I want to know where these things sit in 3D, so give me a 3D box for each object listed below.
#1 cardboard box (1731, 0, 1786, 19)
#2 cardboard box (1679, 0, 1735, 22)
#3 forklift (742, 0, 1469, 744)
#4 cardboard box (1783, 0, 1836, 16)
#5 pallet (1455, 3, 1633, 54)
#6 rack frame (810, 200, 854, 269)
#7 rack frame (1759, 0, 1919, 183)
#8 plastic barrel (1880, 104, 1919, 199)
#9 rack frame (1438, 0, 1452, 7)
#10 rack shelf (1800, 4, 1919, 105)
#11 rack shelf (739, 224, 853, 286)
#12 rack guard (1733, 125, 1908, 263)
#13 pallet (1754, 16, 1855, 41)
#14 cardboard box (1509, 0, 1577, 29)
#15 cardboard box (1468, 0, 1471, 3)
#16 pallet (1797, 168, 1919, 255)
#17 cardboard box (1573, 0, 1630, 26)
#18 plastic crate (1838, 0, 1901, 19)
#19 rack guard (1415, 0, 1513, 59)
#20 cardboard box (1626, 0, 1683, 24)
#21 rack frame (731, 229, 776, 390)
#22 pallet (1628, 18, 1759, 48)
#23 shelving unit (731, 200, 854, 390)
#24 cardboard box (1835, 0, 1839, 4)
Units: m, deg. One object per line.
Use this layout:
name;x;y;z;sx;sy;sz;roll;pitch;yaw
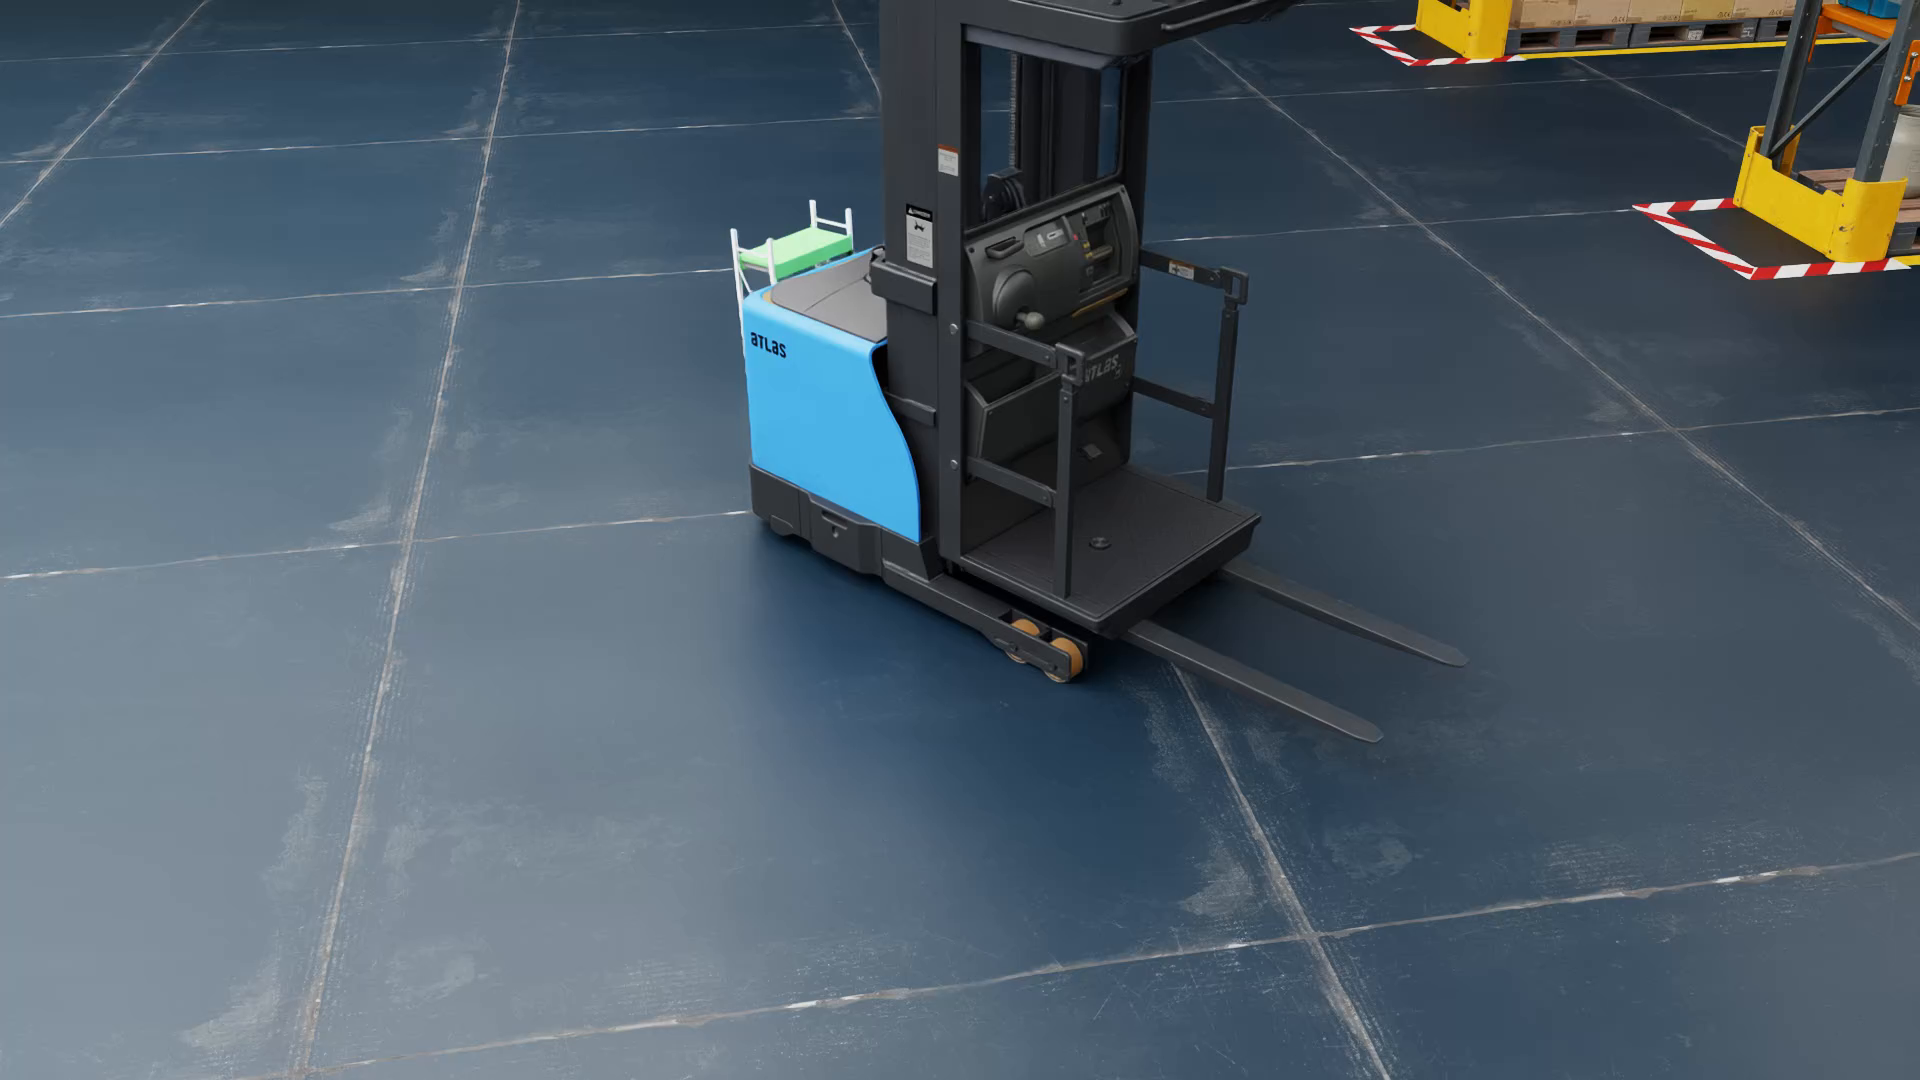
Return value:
cardboard box;6.983;-4.834;14.811;0.500;0.250;0.500;-5;31;-9
cardboard box;6.491;-4.788;14.732;0.500;0.250;0.500;-5;31;-9
forklift;0.513;-1.022;6.097;3.031;2.935;1.130;25;38;35
cardboard box;7.472;-4.887;14.901;0.500;0.250;0.500;-5;31;-9
pallet;5.193;-4.607;14.877;1.213;0.211;1.003;-5;31;-9
rack frame;-0.557;-0.968;7.701;0.240;1.200;0.015;20;36;35
rack frame;5.337;-3.248;9.815;0.127;3.000;1.000;-5;31;-9
plastic barrel;5.970;-2.455;10.506;0.421;0.512;0.421;0;30;0
rack frame;4.448;-5.718;14.016;0.127;3.000;1.000;-5;31;-9
rack shelf;7.304;-3.121;10.308;4.000;0.370;1.077;-5;31;-9
rack shelf;-0.728;-1.238;7.340;0.258;0.148;0.480;20;36;35
rack guard;5.403;-2.201;10.500;0.348;0.500;1.175;-5;31;-9
pallet;7.593;-4.830;15.256;1.213;0.211;1.003;-5;31;-9
cardboard box;5.016;-4.652;14.501;0.500;0.250;0.500;-5;31;-9
cardboard box;4.922;-4.910;14.940;0.500;0.250;0.500;-5;31;-9
pallet;6.203;-2.148;10.695;1.213;0.211;1.003;-5;31;-9
cardboard box;5.507;-4.700;14.582;0.500;0.250;0.500;-5;31;-9
plastic crate;5.775;-3.379;10.184;0.616;0.251;0.499;-5;31;-9
rack guard;4.424;-4.639;14.646;0.348;0.500;1.175;-5;31;-9
cardboard box;5.999;-4.745;14.659;0.500;0.250;0.500;-5;31;-9
rack frame;-0.869;-0.778;7.378;0.240;1.200;0.015;20;36;35
pallet;6.390;-4.717;15.063;1.213;0.211;1.003;-5;31;-9
shelving unit;-0.713;-0.873;7.539;0.258;1.200;0.503;20;36;35
cardboard box;7.966;-4.928;14.970;0.500;0.250;0.500;-5;31;-9
